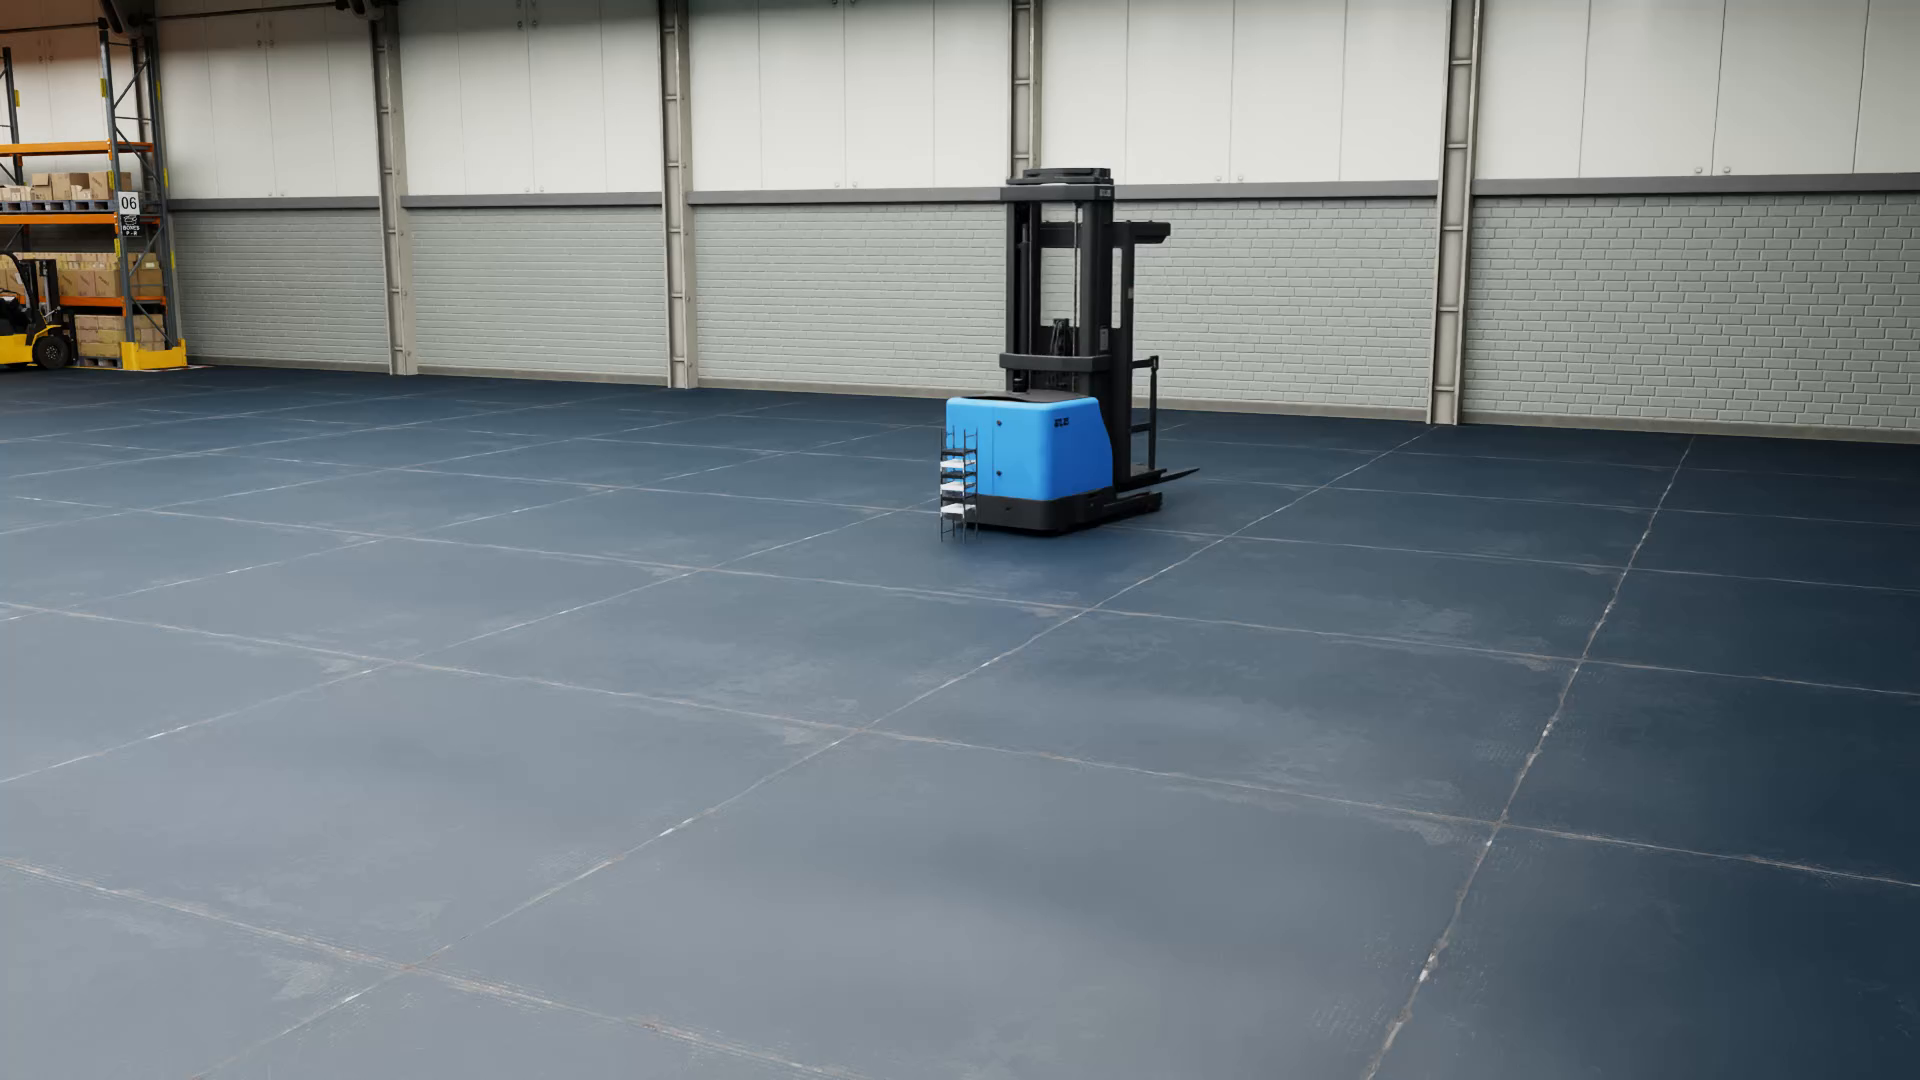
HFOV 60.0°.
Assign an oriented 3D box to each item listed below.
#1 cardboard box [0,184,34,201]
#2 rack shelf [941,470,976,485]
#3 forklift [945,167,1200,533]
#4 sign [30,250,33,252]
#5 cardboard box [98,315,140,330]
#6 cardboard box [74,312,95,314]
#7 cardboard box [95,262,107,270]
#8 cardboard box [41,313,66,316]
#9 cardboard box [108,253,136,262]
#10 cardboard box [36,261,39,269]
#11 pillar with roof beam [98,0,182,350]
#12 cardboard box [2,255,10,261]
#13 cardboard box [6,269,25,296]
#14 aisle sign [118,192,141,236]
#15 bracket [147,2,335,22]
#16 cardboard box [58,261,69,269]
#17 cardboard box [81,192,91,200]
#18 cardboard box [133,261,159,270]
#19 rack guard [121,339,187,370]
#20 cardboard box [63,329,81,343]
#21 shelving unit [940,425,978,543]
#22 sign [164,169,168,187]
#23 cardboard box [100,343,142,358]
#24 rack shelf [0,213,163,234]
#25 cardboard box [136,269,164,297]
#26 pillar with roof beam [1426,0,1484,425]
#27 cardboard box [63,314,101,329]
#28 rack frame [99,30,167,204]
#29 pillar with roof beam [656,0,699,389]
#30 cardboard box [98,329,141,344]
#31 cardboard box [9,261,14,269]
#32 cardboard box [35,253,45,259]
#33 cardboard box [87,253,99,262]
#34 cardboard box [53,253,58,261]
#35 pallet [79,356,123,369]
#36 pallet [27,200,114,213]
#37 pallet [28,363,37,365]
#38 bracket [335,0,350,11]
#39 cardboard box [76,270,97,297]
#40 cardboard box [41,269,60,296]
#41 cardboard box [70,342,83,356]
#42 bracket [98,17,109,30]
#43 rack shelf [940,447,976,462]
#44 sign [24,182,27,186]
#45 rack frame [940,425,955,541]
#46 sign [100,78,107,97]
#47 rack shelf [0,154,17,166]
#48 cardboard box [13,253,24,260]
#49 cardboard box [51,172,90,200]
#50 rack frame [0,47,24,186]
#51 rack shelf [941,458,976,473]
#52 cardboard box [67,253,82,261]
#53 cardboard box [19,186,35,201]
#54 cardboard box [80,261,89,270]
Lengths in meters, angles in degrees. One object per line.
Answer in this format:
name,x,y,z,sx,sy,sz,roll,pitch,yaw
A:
cardboard box,-17.953,-6.588,31.575,0.500,0.311,0.500,5,12,27
rack shelf,-0.007,-0.499,13.144,0.200,0.077,0.258,5,11,26
forklift,1.129,-1.716,14.480,1.130,2.935,3.031,7,12,34
sign,-18.347,-5.558,32.864,0.005,0.325,0.100,5,11,26
cardboard box,-15.555,-4.021,30.760,0.500,0.250,0.500,5,12,28
cardboard box,-16.701,-4.224,31.882,0.500,0.250,0.500,5,11,25
cardboard box,-15.681,-5.055,30.638,0.250,0.149,0.380,5,12,27
cardboard box,-17.390,-4.182,31.651,0.500,0.250,0.500,5,12,28
cardboard box,-15.418,-5.198,30.593,0.250,0.149,0.380,5,11,26
cardboard box,-17.286,-5.200,31.437,0.250,0.149,0.380,5,11,24
pillar with roof beam,-17.134,-7.152,27.481,0.548,9.000,9.100,5,11,26
cardboard box,-18.154,-5.443,31.945,0.250,0.149,0.380,5,11,27
cardboard box,-17.834,-4.938,31.813,0.500,0.500,0.500,5,12,27
aisle sign,-15.075,-5.916,30.197,0.004,0.787,0.394,5,11,26
bracket,-12.688,-9.317,29.337,4.783,0.066,0.076,5,11,26
cardboard box,-16.600,-5.137,31.090,0.250,0.149,0.380,5,11,26
cardboard box,-15.881,-6.314,30.518,0.250,0.149,0.380,5,11,24
cardboard box,-15.193,-5.126,31.026,0.250,0.149,0.380,5,11,24
rack guard,-14.982,-3.457,30.928,0.348,0.500,1.175,5,11,26
cardboard box,-16.496,-3.856,31.249,0.500,0.250,0.500,5,11,25
shelving unit,-0.007,-0.443,13.154,0.210,0.900,0.258,5,11,26
sign,-14.753,-6.722,30.851,0.005,0.325,0.100,5,11,26
cardboard box,-15.565,-3.529,30.849,0.500,0.250,0.500,5,11,26
rack shelf,-16.797,-5.969,31.384,4.000,0.370,1.077,5,11,26
cardboard box,-15.325,-4.822,31.168,0.500,0.500,0.500,5,12,28
pillar with roof beam,4.389,-5.261,17.032,0.400,9.000,9.100,5,11,26
cardboard box,-16.472,-4.099,31.188,0.500,0.250,0.500,5,11,27
rack frame,-15.004,-7.641,30.182,0.127,3.000,1.000,5,11,26
pillar with roof beam,-6.373,-6.207,22.257,0.400,9.000,9.100,5,11,26
cardboard box,-15.578,-3.777,30.815,0.500,0.250,0.500,5,11,25
cardboard box,-17.942,-5.269,31.820,0.250,0.149,0.380,5,11,26
cardboard box,-17.246,-5.358,31.473,0.250,0.149,0.380,5,11,26
cardboard box,-15.900,-5.229,30.763,0.250,0.149,0.380,5,12,27
cardboard box,-16.796,-5.318,31.256,0.250,0.149,0.380,5,11,27
pallet,-15.708,-3.371,31.261,1.213,0.211,1.003,5,11,26
pallet,-16.724,-6.277,31.318,1.213,0.211,1.003,5,11,26
pallet,-17.896,-3.563,32.323,1.213,0.211,1.003,5,11,26
bracket,-10.378,-9.114,28.215,0.430,0.232,0.235,5,11,26
cardboard box,-16.022,-4.777,30.924,0.500,0.500,0.500,5,12,28
cardboard box,-16.938,-4.856,31.356,0.500,0.500,0.500,5,11,26
cardboard box,-16.451,-3.611,31.300,0.500,0.250,0.500,5,11,26
bracket,-15.758,-9.587,30.827,0.430,0.232,0.235,5,11,26
rack shelf,-0.007,-0.676,13.111,0.200,0.077,0.258,5,11,26
sign,-18.347,-6.862,32.628,0.005,0.325,0.100,5,11,26
rack frame,-0.098,-0.451,13.198,0.006,0.900,0.240,5,11,26
sign,-15.256,-8.054,29.619,0.005,0.325,0.100,5,11,26
rack shelf,-20.384,-7.563,32.894,4.000,0.370,1.077,5,11,26
cardboard box,-17.744,-5.385,31.624,0.250,0.149,0.380,5,12,27
cardboard box,-16.383,-6.563,30.906,0.500,0.500,0.700,5,11,26
rack frame,-18.591,-7.956,31.923,0.127,3.000,1.000,5,11,26
rack shelf,-0.007,-0.588,13.127,0.200,0.077,0.258,5,11,26
cardboard box,-16.373,-5.263,30.952,0.250,0.149,0.380,5,12,27
cardboard box,-17.394,-6.505,31.242,0.258,0.266,0.396,5,11,24
cardboard box,-16.104,-5.107,30.923,0.250,0.149,0.380,5,11,25
